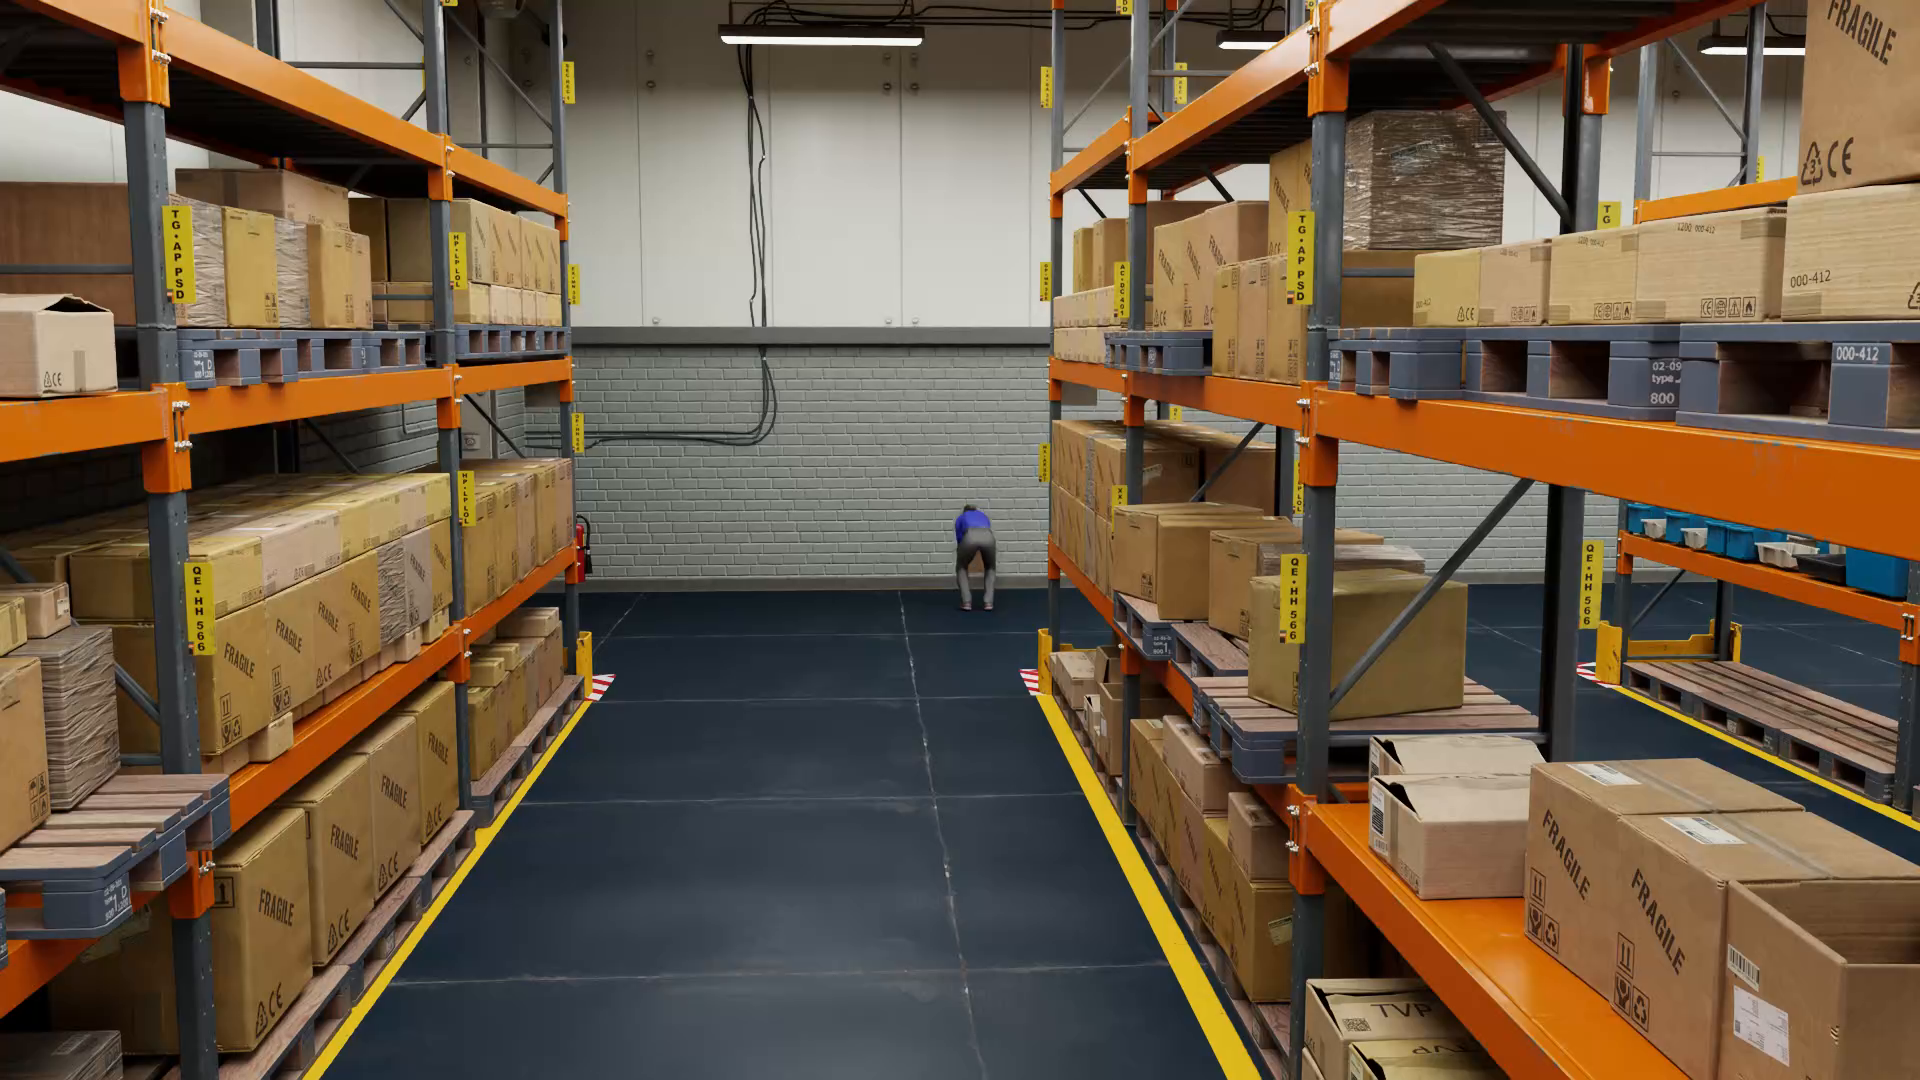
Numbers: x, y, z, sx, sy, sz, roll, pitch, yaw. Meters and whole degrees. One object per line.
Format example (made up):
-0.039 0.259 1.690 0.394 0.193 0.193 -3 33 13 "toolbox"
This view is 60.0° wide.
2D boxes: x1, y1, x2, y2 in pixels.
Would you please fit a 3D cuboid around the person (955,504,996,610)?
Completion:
0.167 0.188 18.458 0.446 1.123 0.847 -1 7 -6 "person"
